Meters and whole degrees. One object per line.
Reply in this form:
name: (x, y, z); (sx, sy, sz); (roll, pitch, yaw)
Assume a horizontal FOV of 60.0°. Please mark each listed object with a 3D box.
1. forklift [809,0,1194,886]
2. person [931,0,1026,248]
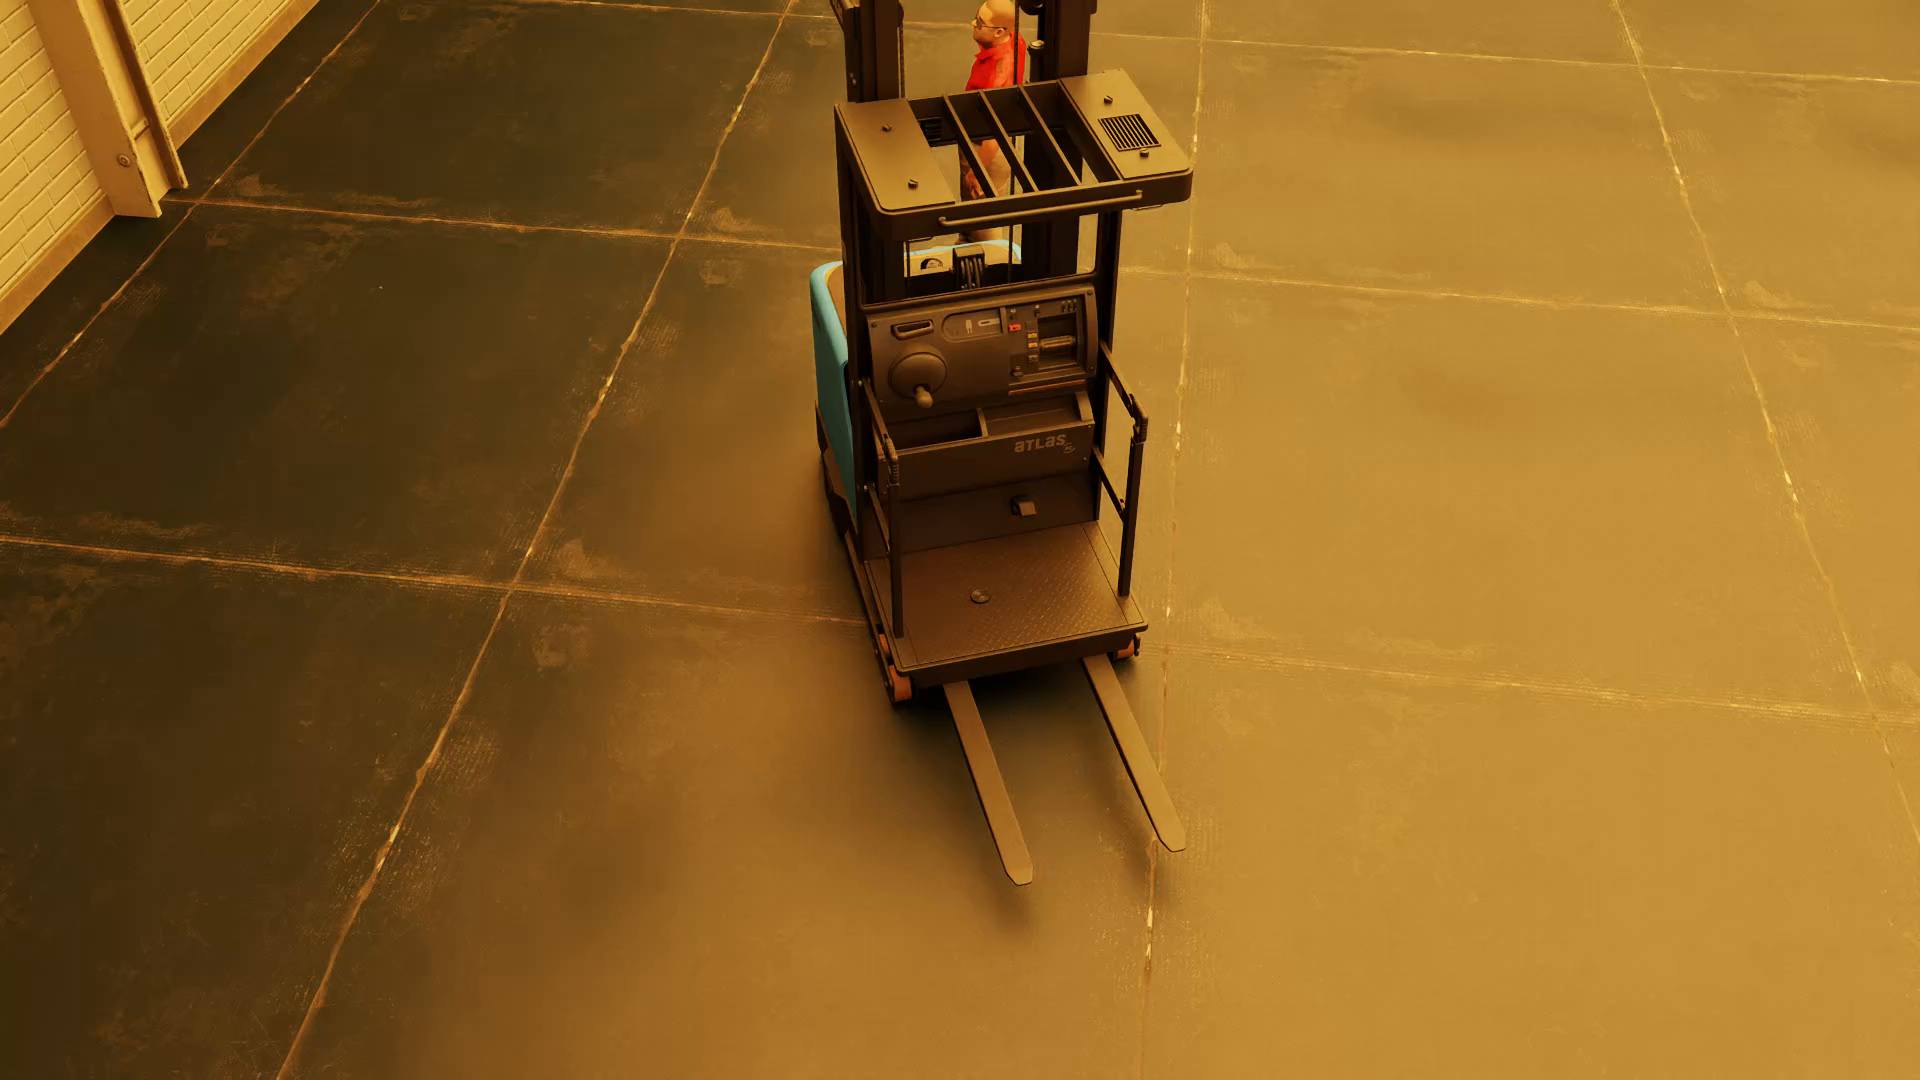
forklift: (0.153, -0.681, 6.465); (1.130, 2.935, 3.031); (-10, 44, -11)
person: (0.054, -2.088, 8.876); (0.551, 1.727, 0.641); (4, 43, 5)
